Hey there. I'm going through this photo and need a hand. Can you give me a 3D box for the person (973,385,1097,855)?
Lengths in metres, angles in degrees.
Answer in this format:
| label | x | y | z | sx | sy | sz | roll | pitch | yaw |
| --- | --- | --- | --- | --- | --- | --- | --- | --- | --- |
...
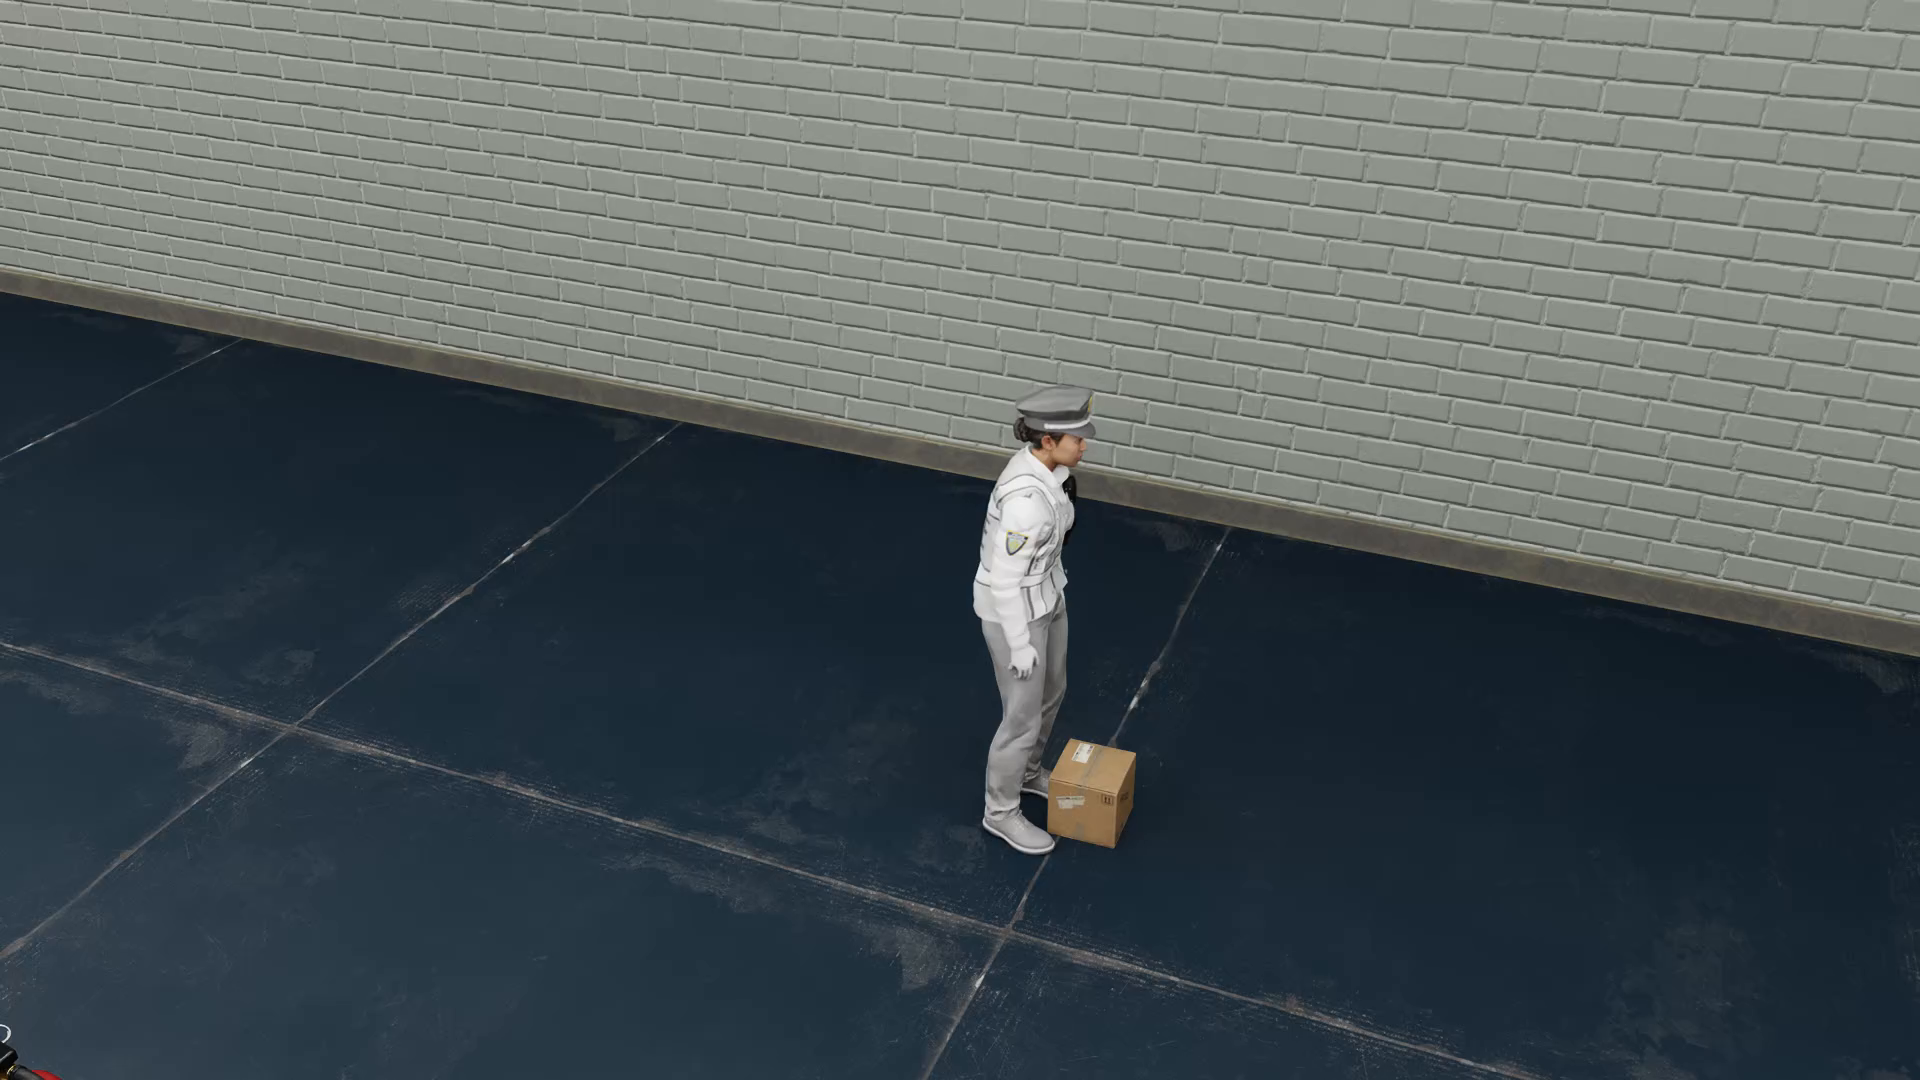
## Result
| label | x | y | z | sx | sy | sz | roll | pitch | yaw |
| --- | --- | --- | --- | --- | --- | --- | --- | --- | --- |
| person | 0.247 | 0.250 | 5.690 | 0.376 | 1.663 | 0.544 | 9 | 31 | 16 |
